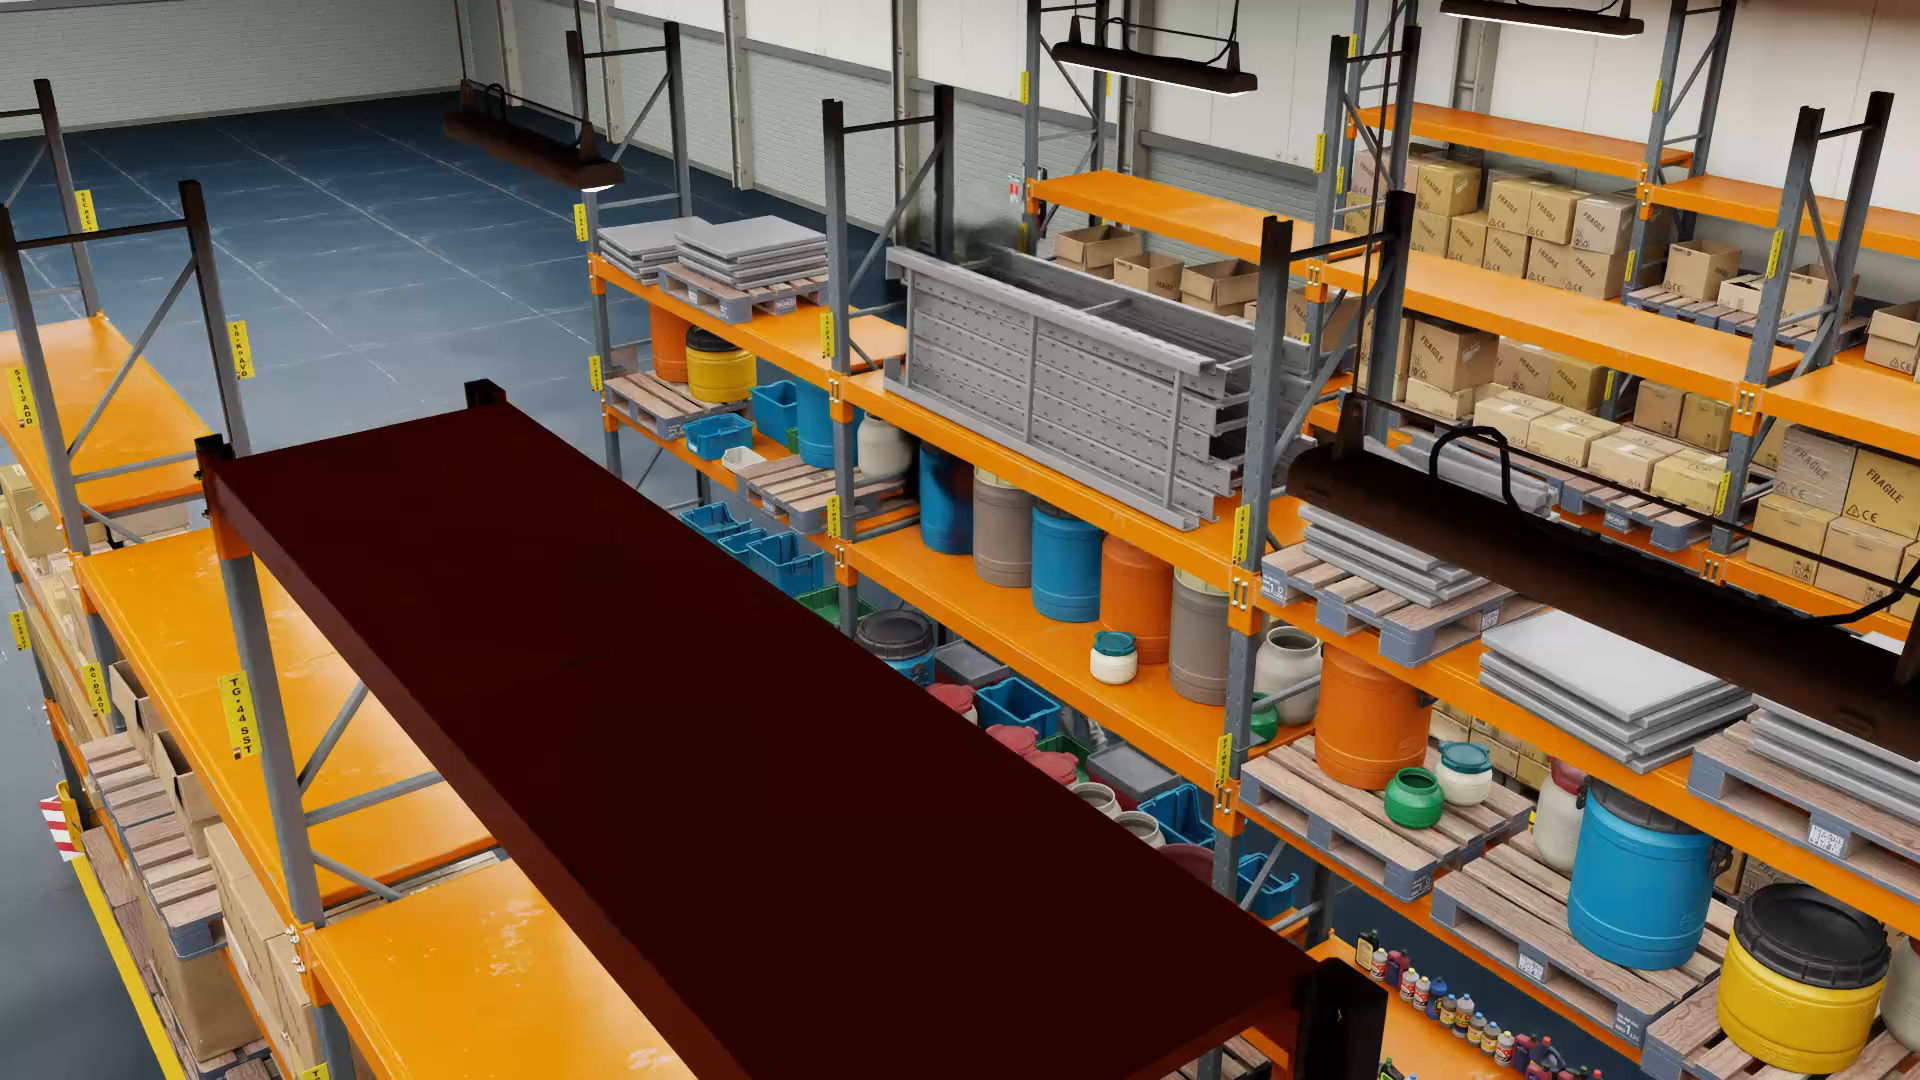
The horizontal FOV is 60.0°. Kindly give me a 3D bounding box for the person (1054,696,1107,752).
[{"bbox_3d":[0.982,1.078,13.971,0.619,1.676,0.618,-19,31,-36],"label":"person"}]
